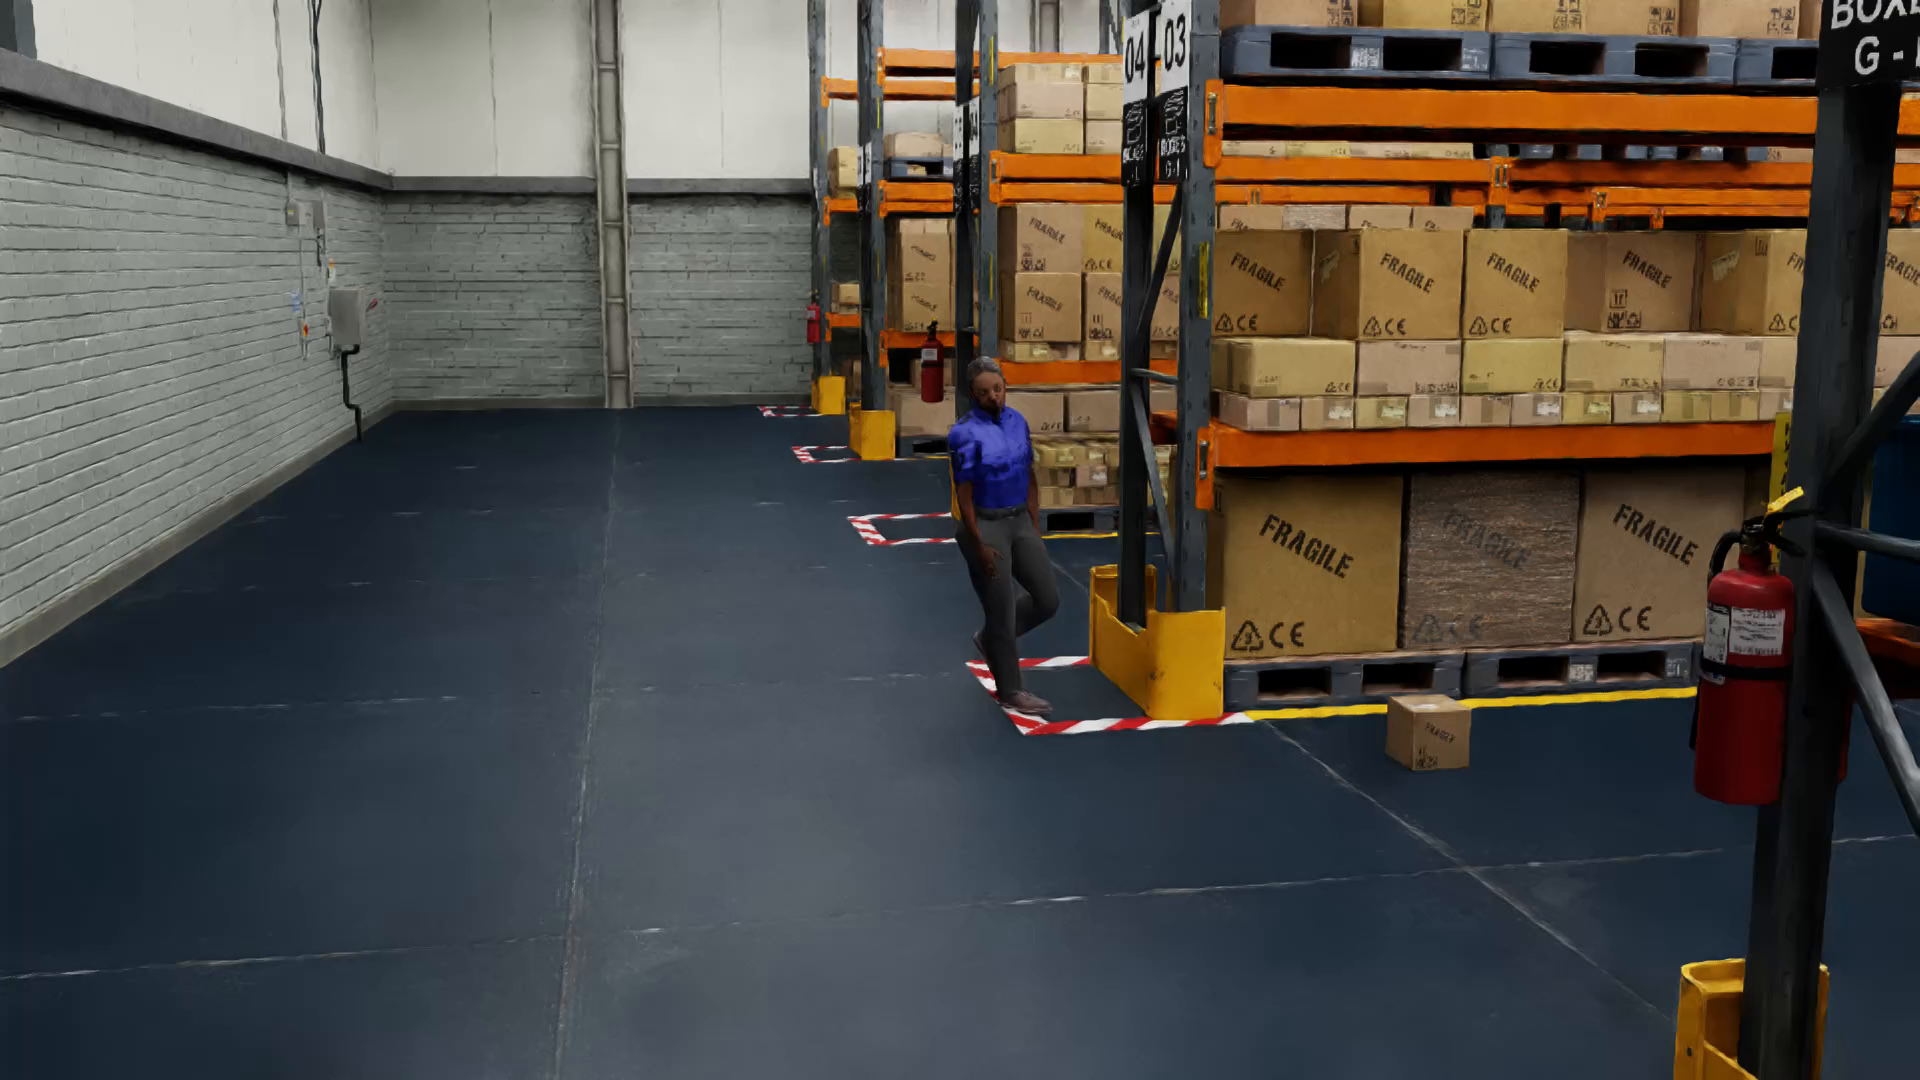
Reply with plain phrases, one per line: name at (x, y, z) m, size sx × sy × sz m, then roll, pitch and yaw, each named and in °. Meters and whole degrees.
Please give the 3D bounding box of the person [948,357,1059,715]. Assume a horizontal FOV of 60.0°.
person at (0.147, -0.023, 7.560) m, size 0.525 × 1.631 × 0.524 m, roll -9°, pitch 14°, yaw -44°
